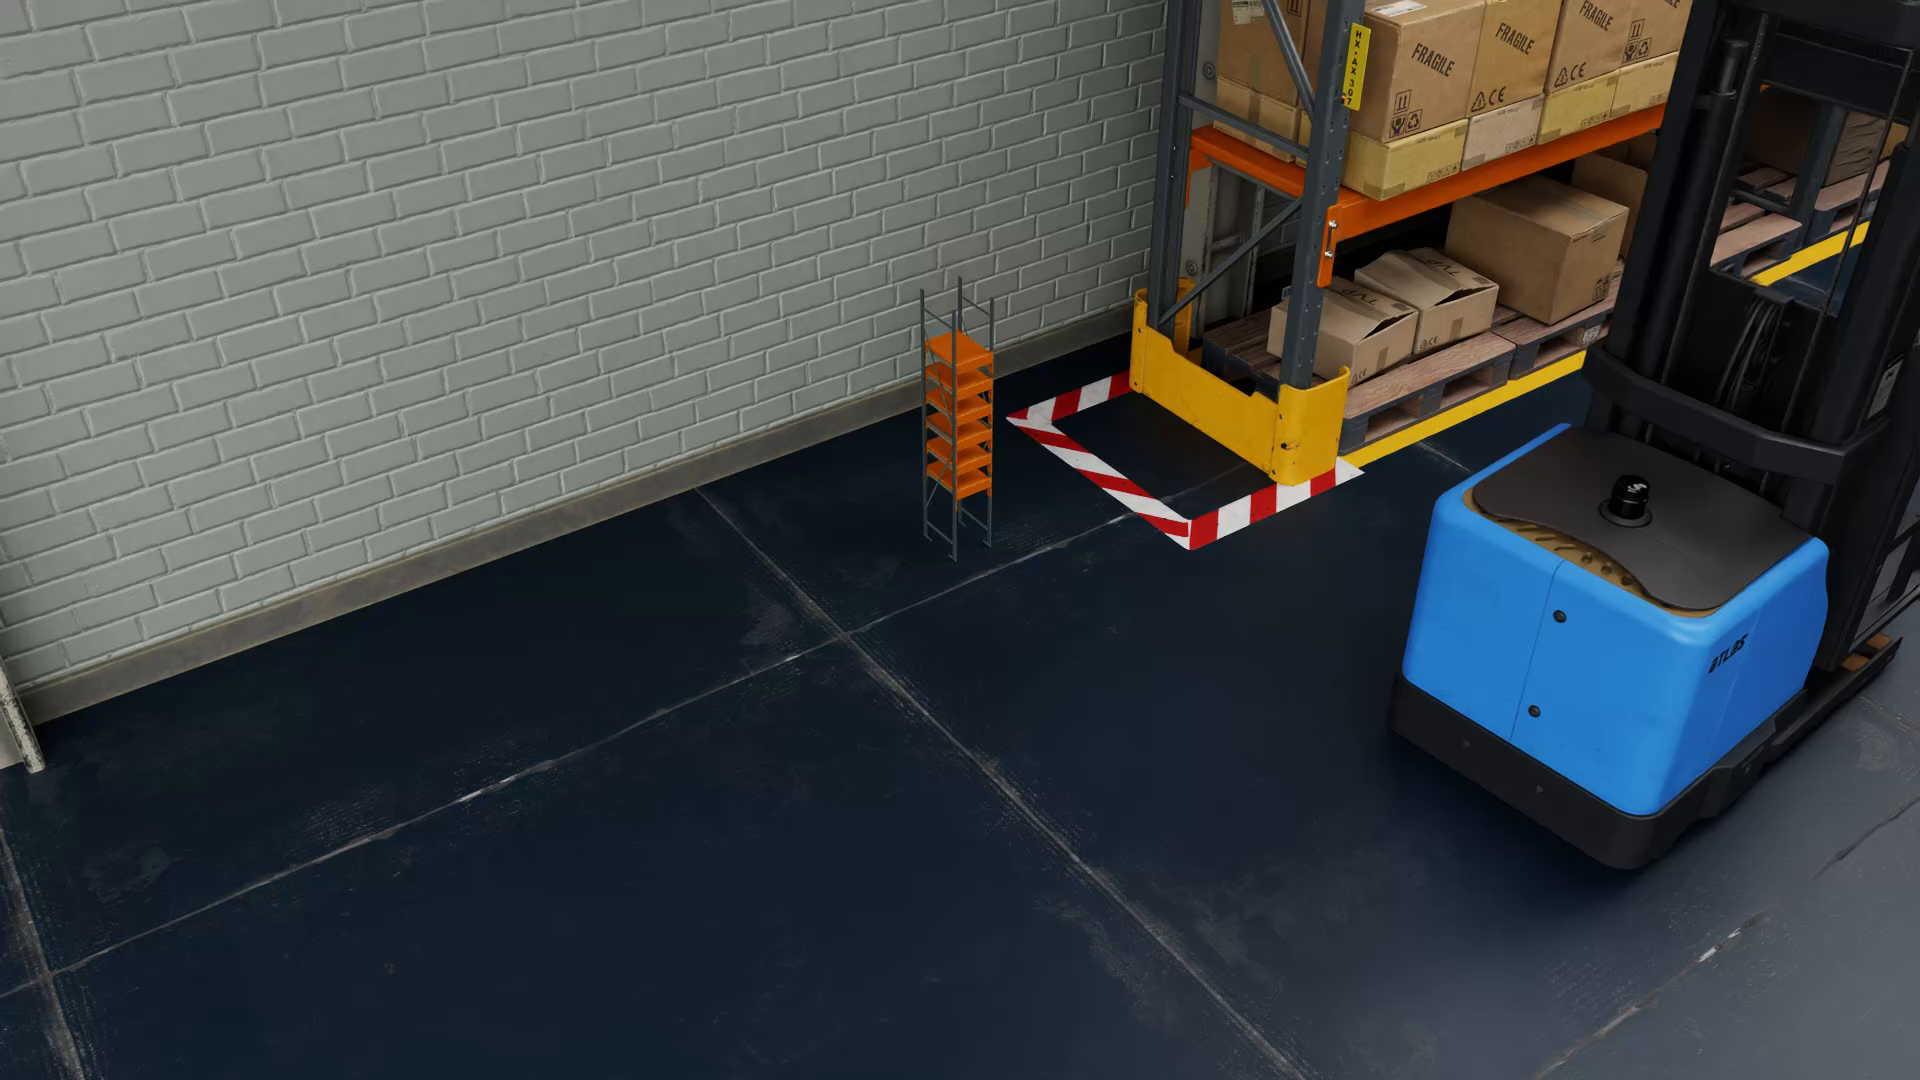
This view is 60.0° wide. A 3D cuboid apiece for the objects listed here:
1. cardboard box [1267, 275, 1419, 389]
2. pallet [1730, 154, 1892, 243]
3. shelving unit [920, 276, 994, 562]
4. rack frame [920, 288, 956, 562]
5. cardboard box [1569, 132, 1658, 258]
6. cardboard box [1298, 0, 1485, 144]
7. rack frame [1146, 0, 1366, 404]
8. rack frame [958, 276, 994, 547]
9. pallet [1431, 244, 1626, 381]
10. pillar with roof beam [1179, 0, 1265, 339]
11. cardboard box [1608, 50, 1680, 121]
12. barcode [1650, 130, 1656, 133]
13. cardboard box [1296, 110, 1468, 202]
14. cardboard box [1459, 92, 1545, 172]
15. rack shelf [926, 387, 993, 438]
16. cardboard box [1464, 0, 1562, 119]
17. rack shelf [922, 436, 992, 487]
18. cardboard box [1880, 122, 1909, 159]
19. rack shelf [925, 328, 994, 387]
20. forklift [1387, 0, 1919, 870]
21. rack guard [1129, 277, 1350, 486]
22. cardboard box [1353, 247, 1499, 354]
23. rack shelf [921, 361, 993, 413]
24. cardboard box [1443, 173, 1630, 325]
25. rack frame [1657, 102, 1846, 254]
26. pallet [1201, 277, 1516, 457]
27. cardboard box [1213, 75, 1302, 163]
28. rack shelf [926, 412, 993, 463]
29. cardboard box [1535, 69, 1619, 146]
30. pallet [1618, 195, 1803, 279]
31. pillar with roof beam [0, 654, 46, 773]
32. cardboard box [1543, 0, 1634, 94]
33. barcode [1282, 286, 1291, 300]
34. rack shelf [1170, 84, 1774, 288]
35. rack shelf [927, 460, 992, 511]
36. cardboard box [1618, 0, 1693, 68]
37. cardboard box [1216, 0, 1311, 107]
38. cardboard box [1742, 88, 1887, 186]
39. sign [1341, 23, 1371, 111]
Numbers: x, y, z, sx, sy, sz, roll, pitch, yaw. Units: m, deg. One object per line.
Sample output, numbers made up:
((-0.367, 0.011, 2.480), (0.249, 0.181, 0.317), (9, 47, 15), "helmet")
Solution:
((1.852, -1.037, 8.049), (0.500, 0.311, 0.500), (-28, 44, -33), "cardboard box")
((5.140, -2.236, 10.178), (1.213, 0.211, 1.003), (-22, 41, -28), "pallet")
((-0.012, -0.482, 6.893), (0.189, 1.200, 0.258), (-22, 41, -28), "shelving unit")
((-0.087, -0.451, 6.850), (0.006, 1.200, 0.240), (-22, 41, -28), "rack frame")
((3.679, -1.901, 9.088), (0.500, 0.500, 0.500), (-26, 43, -31), "cardboard box")
((1.798, -2.029, 6.971), (0.500, 0.500, 0.500), (-22, 41, -28), "cardboard box")
((1.235, -1.760, 7.128), (0.127, 3.000, 1.000), (-22, 41, -28), "rack frame")
((0.063, -0.513, 6.936), (0.006, 1.200, 0.240), (-22, 41, -28), "rack frame")
((2.978, -1.318, 8.902), (1.213, 0.211, 1.003), (-22, 41, -28), "pallet")
((3.789, -2.789, 3.421), (0.400, 9.000, 9.100), (-22, 41, -28), "pillar with roof beam")
((3.067, -2.239, 7.905), (0.500, 0.250, 0.500), (-22, 41, -27), "cardboard box")
((3.925, -2.332, 9.414), (0.075, 0.075, 0.001), (-22, 41, -28), "barcode")
((1.817, -1.720, 7.184), (0.500, 0.250, 0.500), (-24, 42, -29), "cardboard box")
((2.233, -1.901, 7.436), (0.500, 0.250, 0.500), (-24, 42, -29), "cardboard box")
((-0.012, -0.544, 6.849), (0.180, 0.103, 0.258), (-22, 41, -28), "rack shelf")
((2.208, -2.190, 7.196), (0.500, 0.500, 0.500), (-22, 41, -28), "cardboard box")
((-0.012, -0.349, 6.989), (0.180, 0.103, 0.258), (-22, 41, -28), "rack shelf")
((5.490, -2.723, 10.231), (0.500, 0.500, 0.700), (-23, 42, -29), "cardboard box")
((-0.012, -0.738, 6.709), (0.180, 0.103, 0.258), (-22, 41, -28), "rack shelf")
((3.041, -0.803, 5.857), (3.031, 2.935, 1.130), (-26, 43, -32), "forklift")
((1.297, -0.771, 7.894), (0.348, 0.500, 1.175), (-22, 41, -28), "rack guard")
((2.318, -1.229, 8.315), (0.500, 0.311, 0.500), (-19, 40, -24), "cardboard box")
((-0.012, -0.641, 6.779), (0.180, 0.103, 0.258), (-22, 41, -28), "rack shelf")
((2.947, -1.528, 8.570), (0.500, 0.500, 0.700), (-25, 43, -31), "cardboard box")
((4.504, -3.106, 8.999), (0.127, 3.000, 1.000), (-22, 41, -28), "rack frame")
((1.981, -0.910, 8.334), (1.213, 0.211, 1.003), (-22, 41, -28), "pallet")
((1.505, -1.957, 7.513), (0.500, 0.250, 0.500), (-22, 41, -27), "cardboard box")
((-0.012, -0.446, 6.919), (0.180, 0.103, 0.258), (-22, 41, -28), "rack shelf")
((2.653, -2.070, 7.670), (0.500, 0.250, 0.500), (-23, 42, -29), "cardboard box")
((3.976, -1.731, 9.476), (1.213, 0.211, 1.003), (-22, 41, -28), "pallet")
((-1.116, -0.771, 0.615), (0.400, 9.000, 9.100), (-22, 41, -28), "pillar with roof beam")
((2.634, -2.361, 7.433), (0.500, 0.500, 0.500), (-24, 42, -29), "cardboard box")
((1.637, -1.238, 8.320), (0.075, 0.075, 0.001), (-22, 41, -28), "barcode")
((2.870, -2.141, 8.274), (4.000, 0.370, 1.077), (-22, 41, -28), "rack shelf")
((-0.012, -0.251, 7.059), (0.180, 0.103, 0.258), (-22, 41, -28), "rack shelf")
((3.049, -2.540, 7.682), (0.500, 0.500, 0.500), (-21, 41, -27), "cardboard box")
((1.498, -2.272, 7.309), (0.500, 0.500, 0.500), (-23, 42, -28), "cardboard box")
((5.097, -2.525, 9.956), (0.500, 0.500, 0.700), (-21, 41, -26), "cardboard box")
((1.548, -1.853, 6.516), (0.005, 0.325, 0.100), (-22, 41, -28), "sign")
